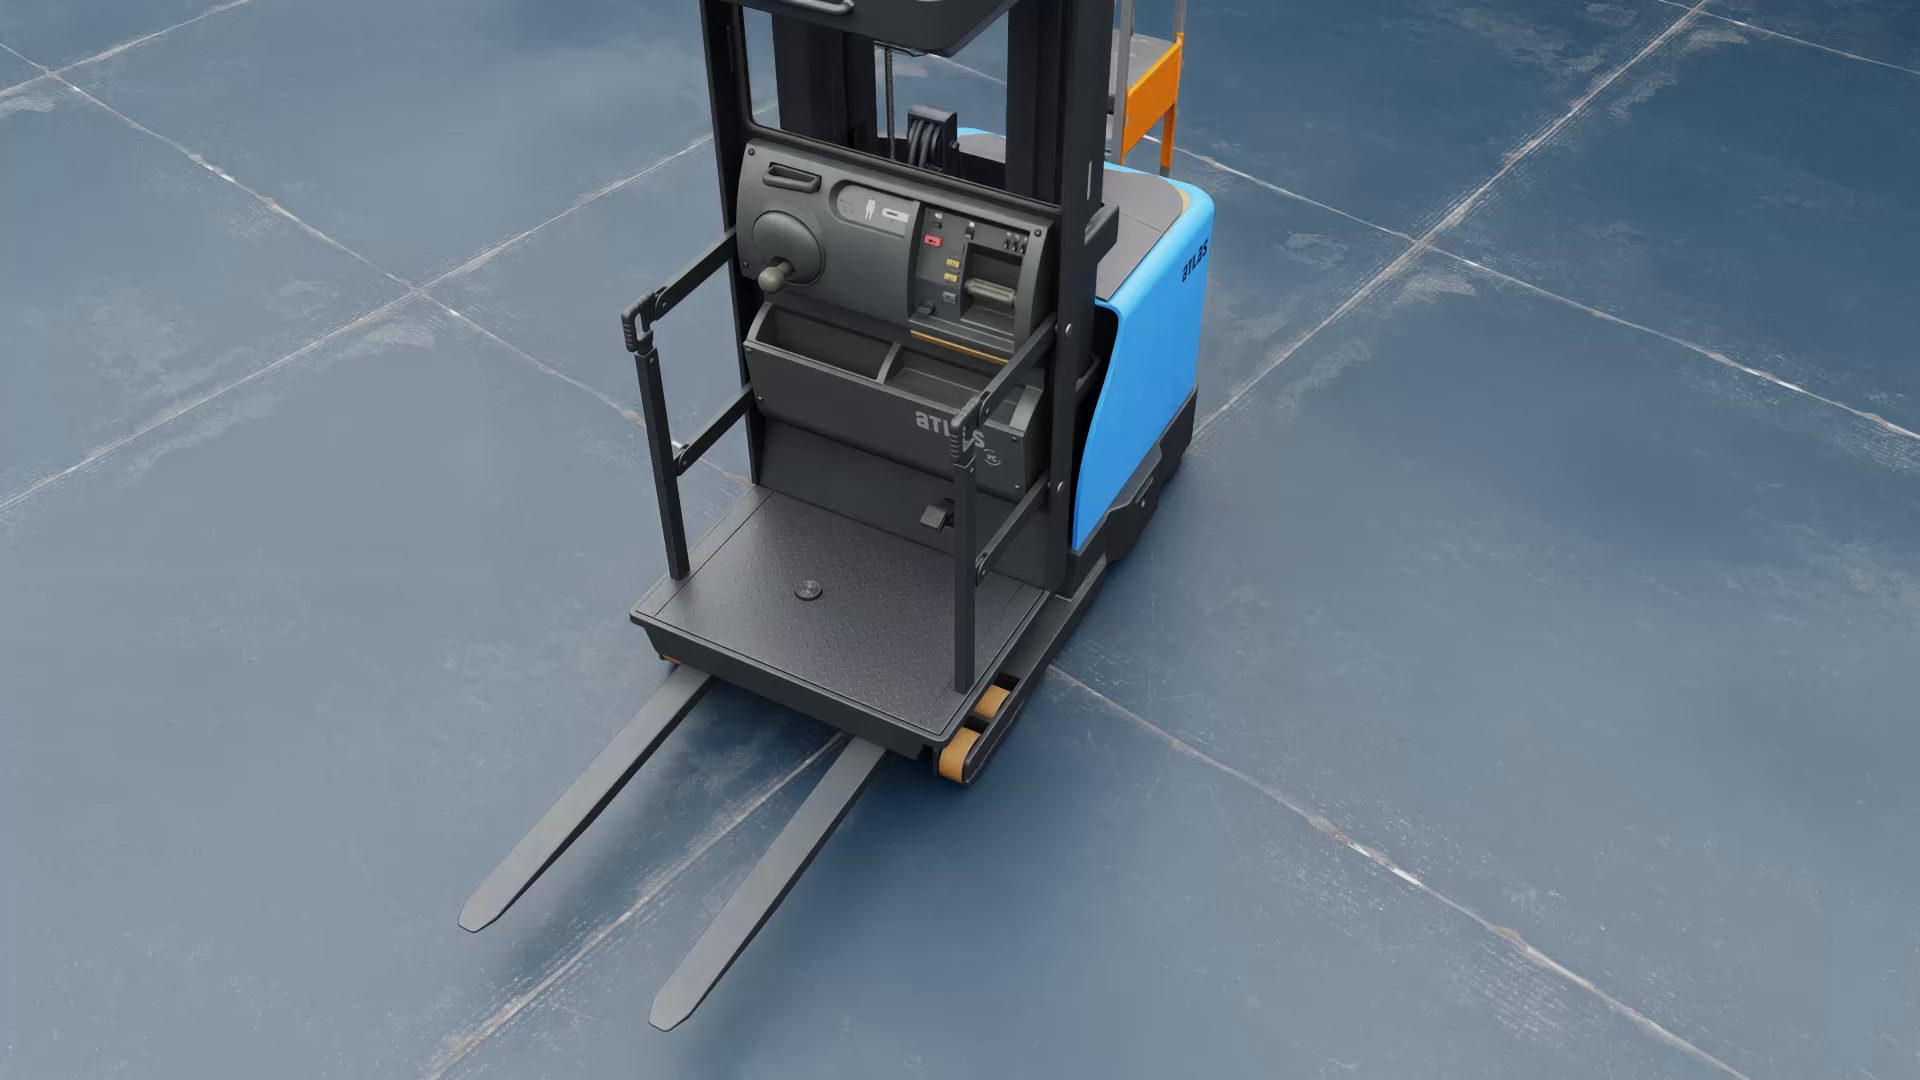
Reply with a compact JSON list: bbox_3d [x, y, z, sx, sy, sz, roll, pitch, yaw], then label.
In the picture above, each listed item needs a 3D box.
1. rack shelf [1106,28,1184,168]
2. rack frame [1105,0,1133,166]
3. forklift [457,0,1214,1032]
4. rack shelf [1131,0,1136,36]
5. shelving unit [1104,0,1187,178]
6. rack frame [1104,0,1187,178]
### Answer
[{"bbox_3d":[0.480,-1.485,5.839,0.431,0.518,0.480,20,45,20],"label":"rack shelf"},{"bbox_3d":[0.365,-1.353,5.668,0.400,2.100,0.015,20,45,20],"label":"rack frame"},{"bbox_3d":[-0.298,-0.712,4.355,1.130,2.935,3.031,20,46,21],"label":"forklift"},{"bbox_3d":[0.484,-2.008,5.373,0.431,0.518,0.480,20,45,20],"label":"rack shelf"},{"bbox_3d":[0.480,-1.496,5.830,0.431,2.100,0.503,20,45,20],"label":"shelving unit"},{"bbox_3d":[0.595,-1.638,5.991,0.400,2.100,0.015,20,45,20],"label":"rack frame"}]
